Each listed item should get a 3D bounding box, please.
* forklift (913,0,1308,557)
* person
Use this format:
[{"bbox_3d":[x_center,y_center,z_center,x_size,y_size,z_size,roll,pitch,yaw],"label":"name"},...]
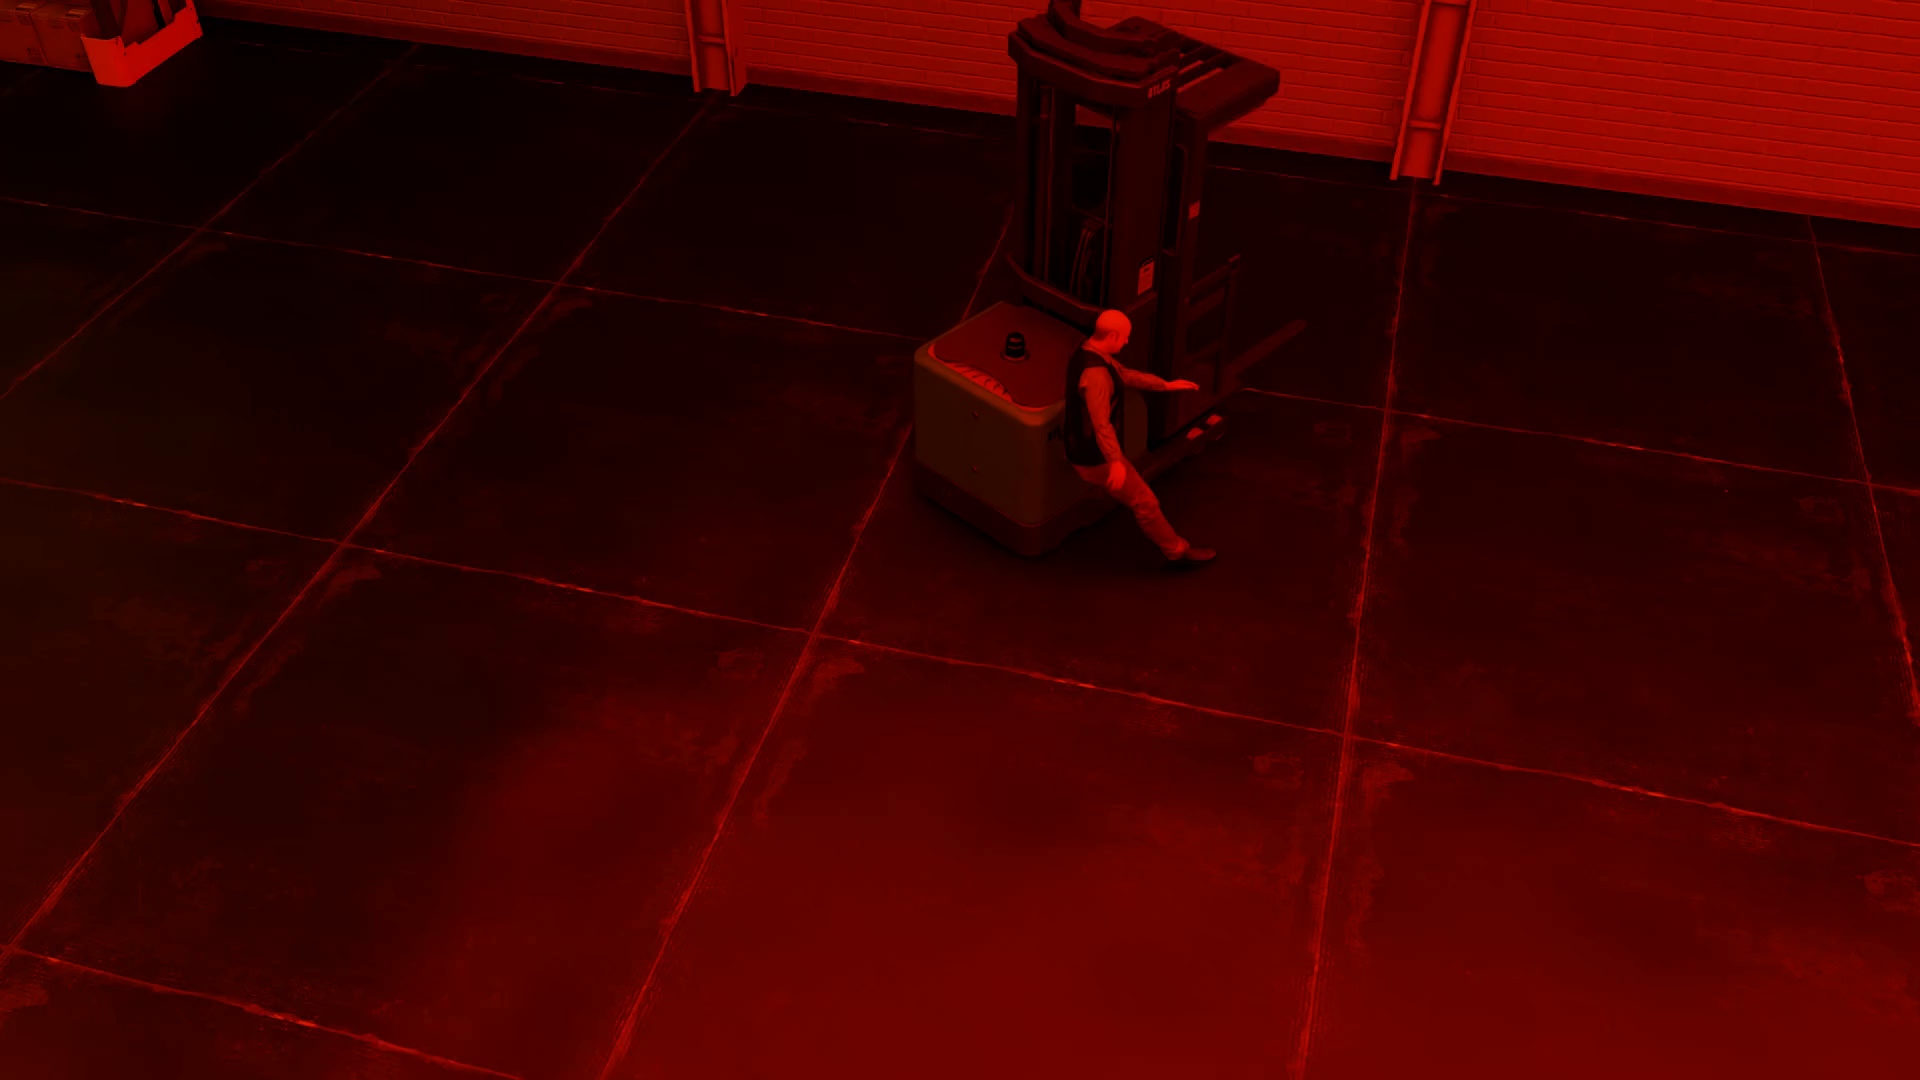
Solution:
[{"bbox_3d":[1.100,-1.873,9.998,1.130,2.935,3.031,33,51,32],"label":"forklift"},{"bbox_3d":[0.990,-0.600,9.652,1.016,1.405,0.944,-3,41,-3],"label":"person"}]
